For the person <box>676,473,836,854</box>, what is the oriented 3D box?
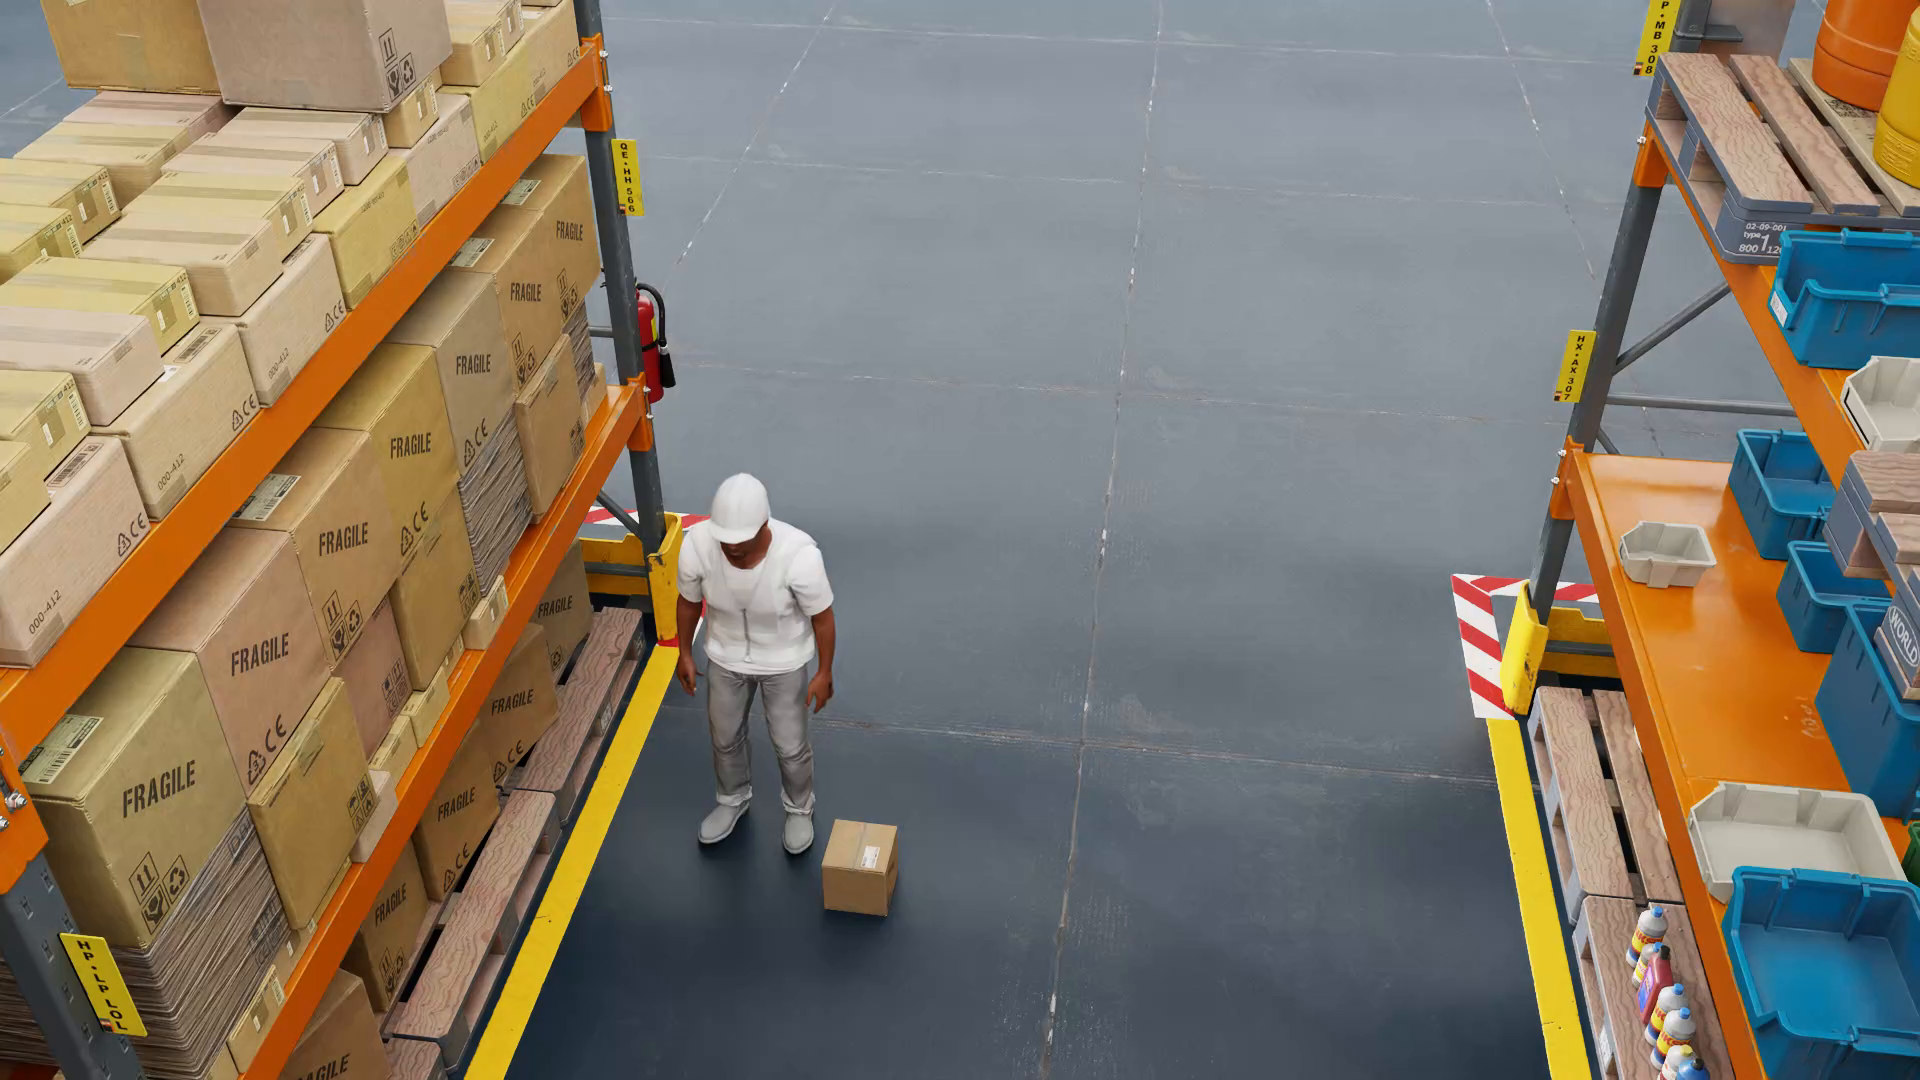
[{"bbox_3d":[-0.784,0.468,6.378,0.627,1.761,0.457,7,36,9],"label":"person"}]
